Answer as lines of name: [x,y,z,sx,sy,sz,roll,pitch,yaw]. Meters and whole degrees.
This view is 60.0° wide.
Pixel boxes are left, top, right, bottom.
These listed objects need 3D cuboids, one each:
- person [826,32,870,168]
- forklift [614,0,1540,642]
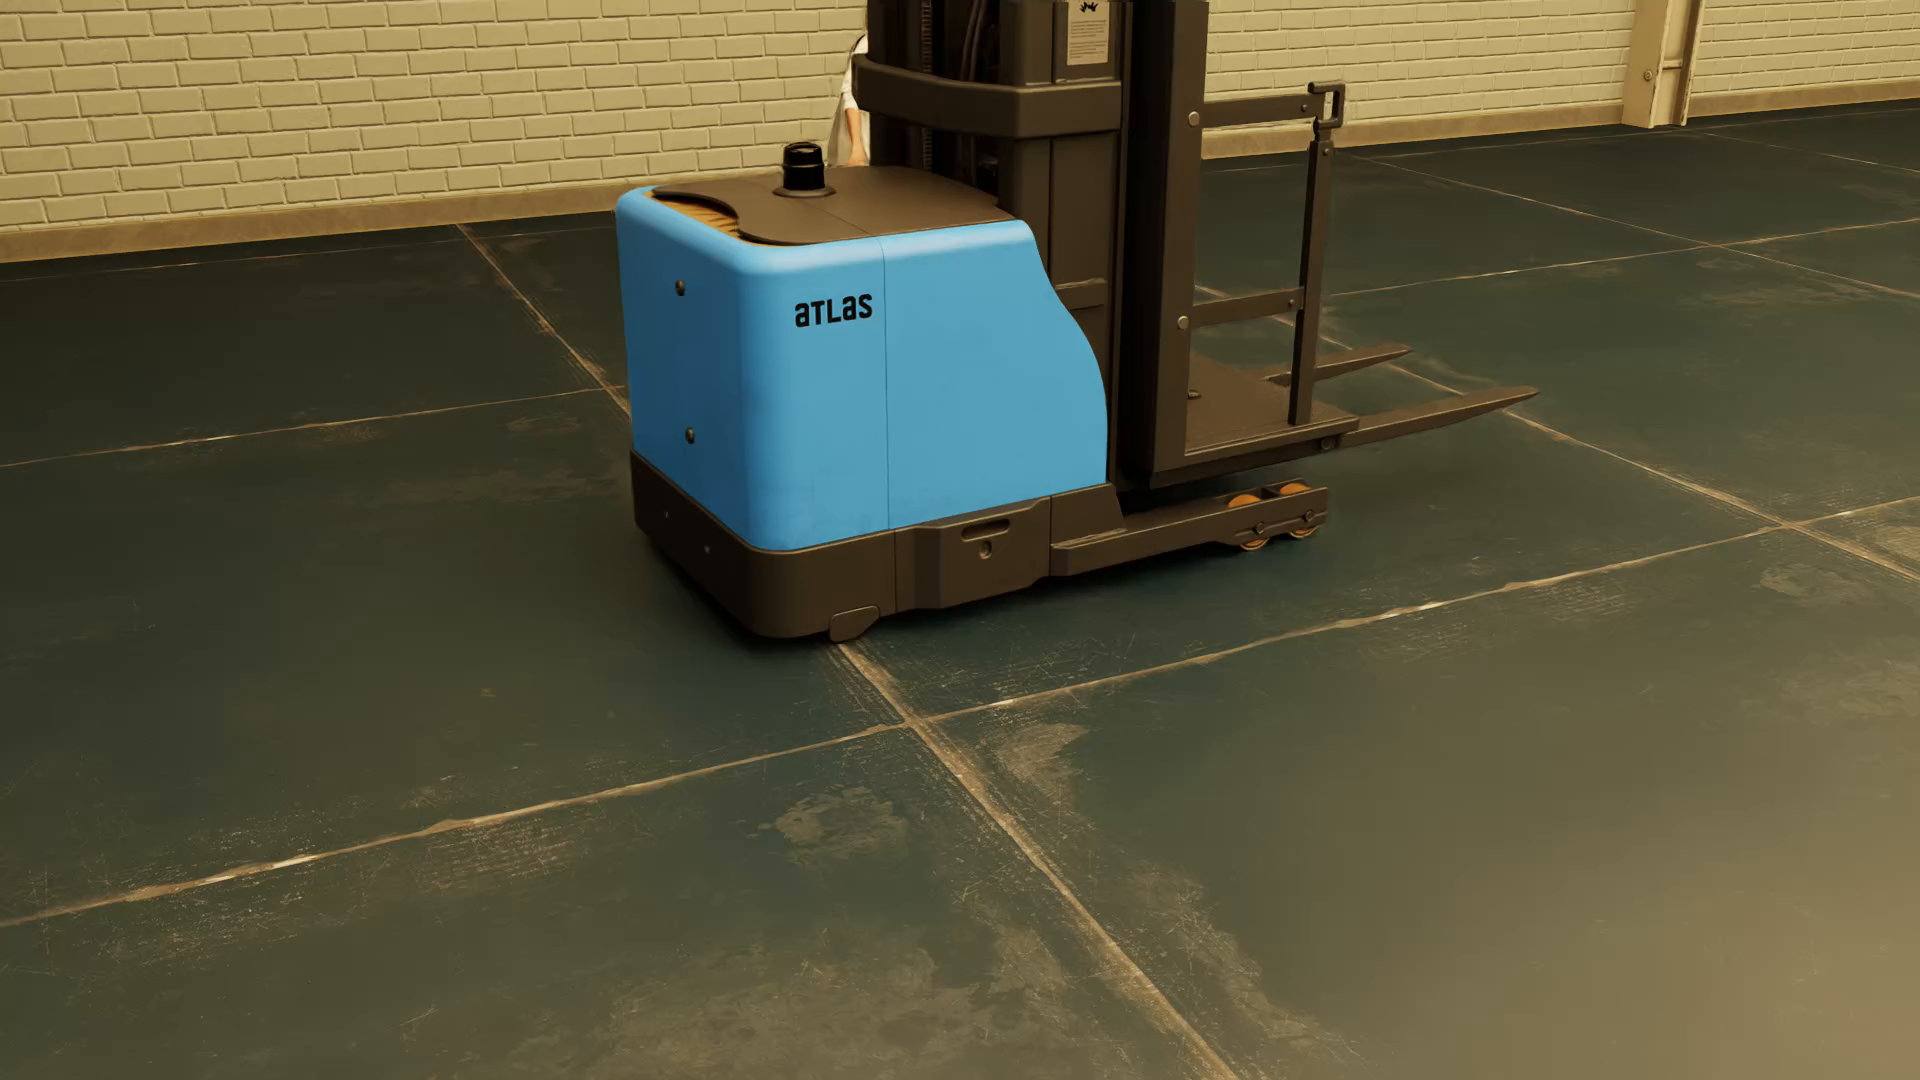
person: [-0.241,-1.651,7.292,0.695,1.399,0.634,-7,24,-16]
forklift: [0.543,-1.484,4.857,3.031,2.935,1.130,-13,26,-28]
